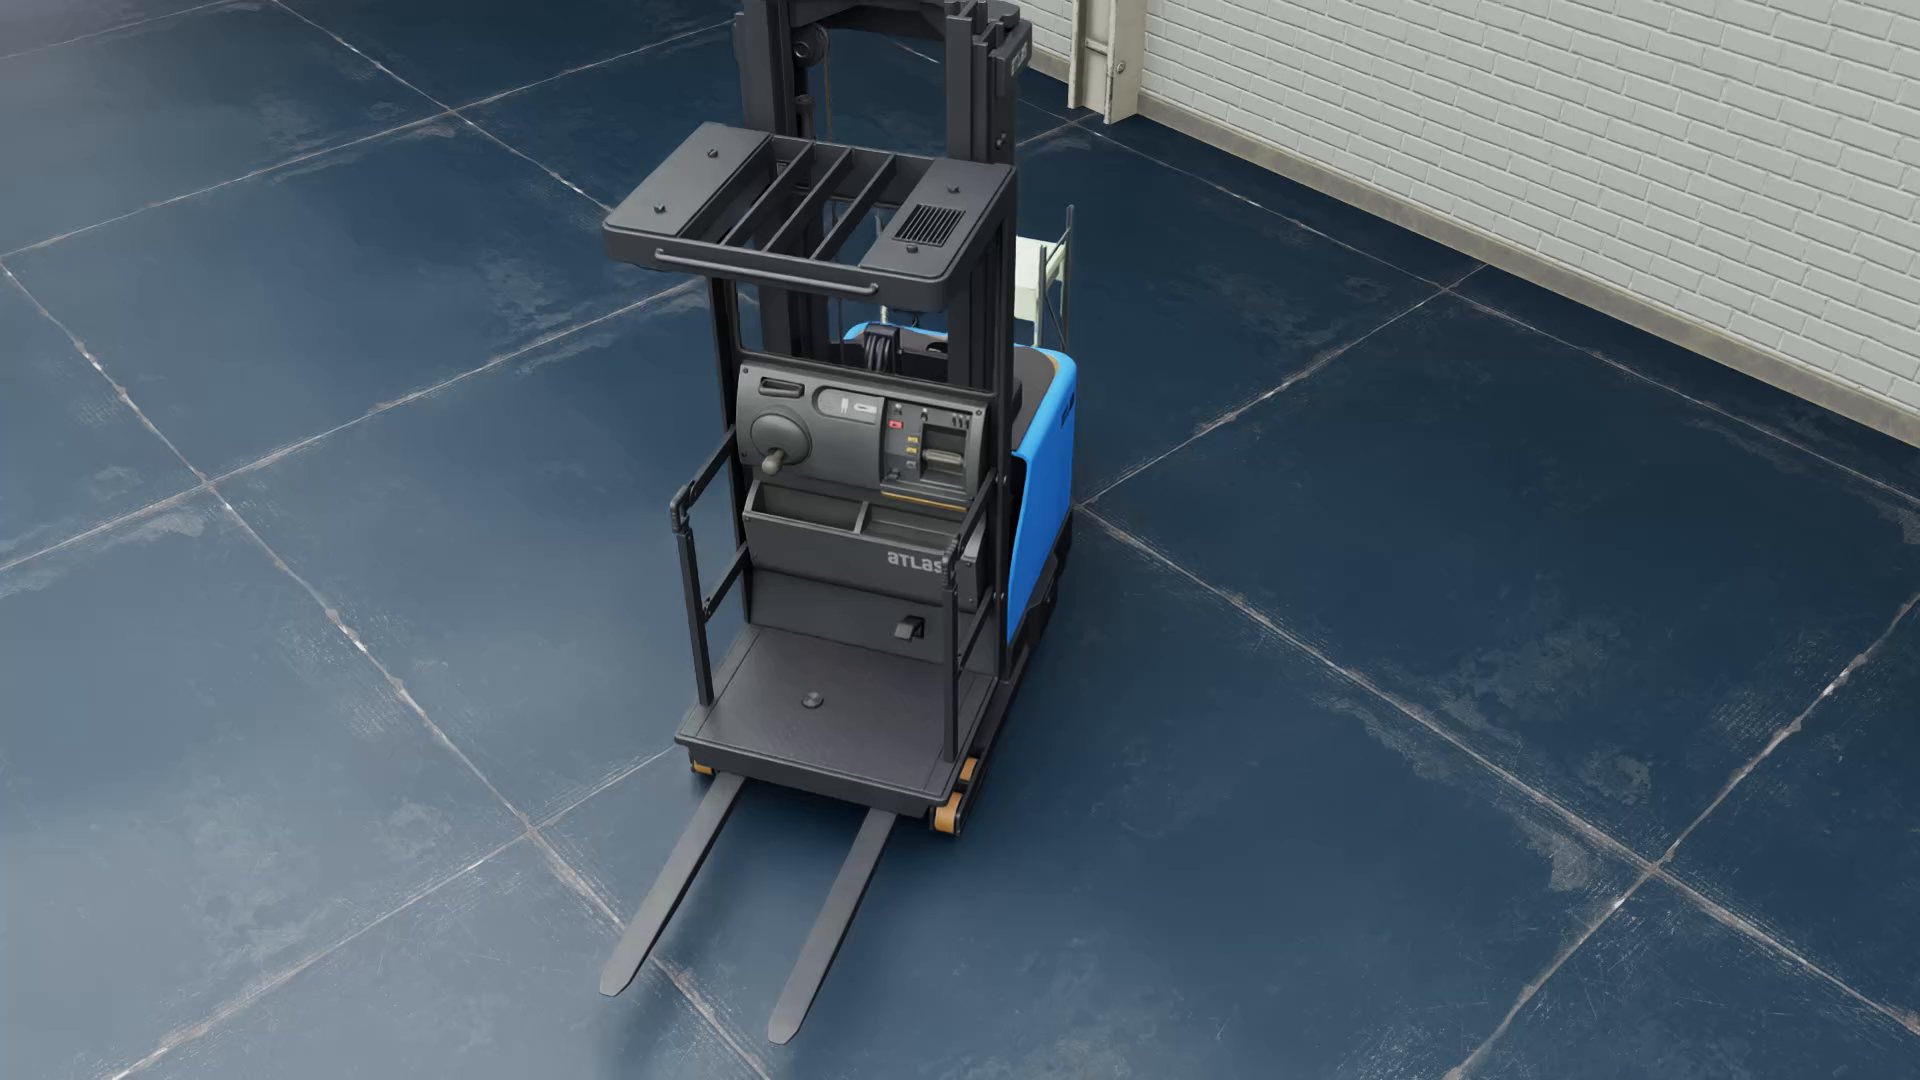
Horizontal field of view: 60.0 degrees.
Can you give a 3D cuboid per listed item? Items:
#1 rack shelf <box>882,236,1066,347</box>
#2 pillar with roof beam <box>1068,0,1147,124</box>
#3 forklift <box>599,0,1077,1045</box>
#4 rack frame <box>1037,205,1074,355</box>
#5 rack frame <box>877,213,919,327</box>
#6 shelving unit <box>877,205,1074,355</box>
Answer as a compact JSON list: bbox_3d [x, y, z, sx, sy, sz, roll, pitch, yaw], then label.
[{"bbox_3d":[0.068,-1.126,7.329,0.720,0.370,0.431,14,41,16],"label":"rack shelf"},{"bbox_3d":[-2.186,-4.631,6.322,9.100,9.000,0.400,-30,48,-32],"label":"pillar with roof beam"},{"bbox_3d":[-0.425,-0.304,5.794,1.130,2.935,3.031,11,40,14],"label":"forklift"},{"bbox_3d":[0.410,-0.739,7.472,0.023,1.500,0.400,14,41,16],"label":"rack frame"},{"bbox_3d":[-0.273,-0.905,7.677,0.023,1.500,0.400,14,41,16],"label":"rack frame"},{"bbox_3d":[0.068,-0.822,7.574,0.755,1.500,0.431,14,41,16],"label":"shelving unit"}]
